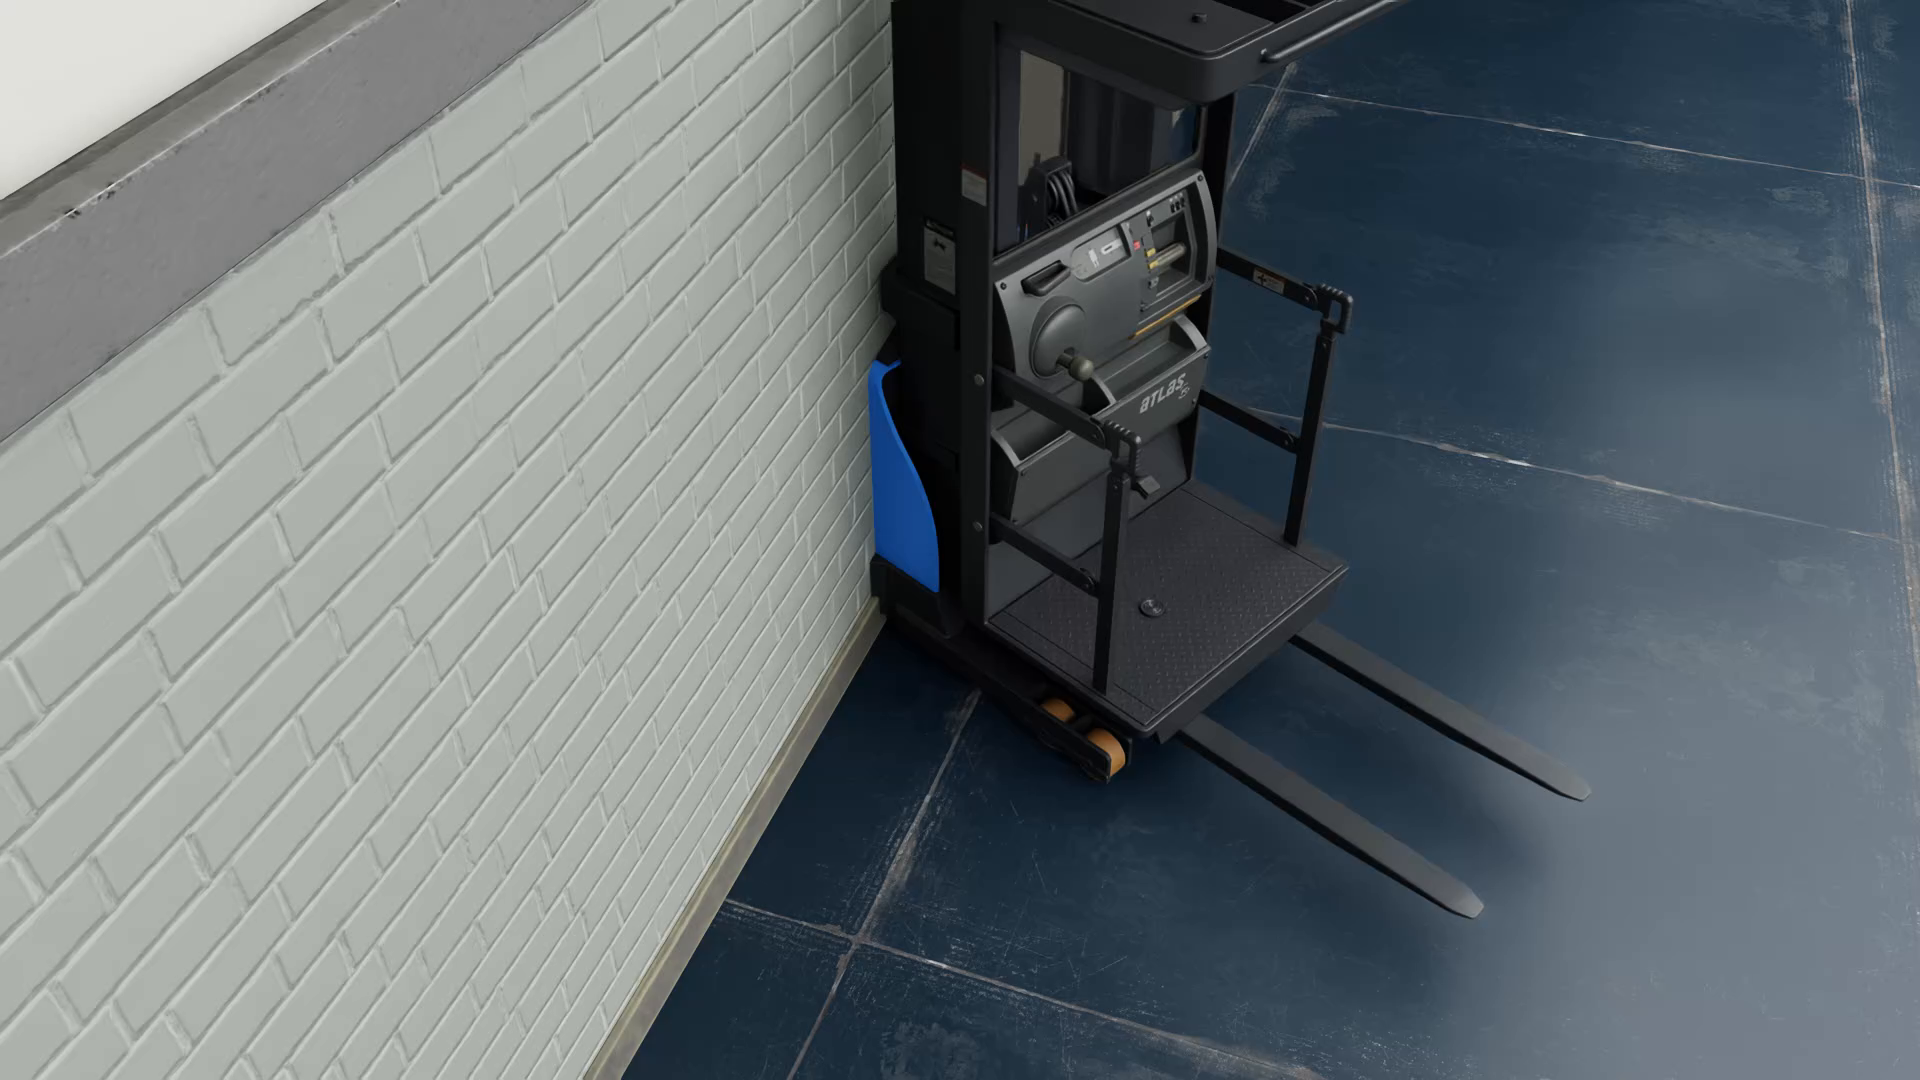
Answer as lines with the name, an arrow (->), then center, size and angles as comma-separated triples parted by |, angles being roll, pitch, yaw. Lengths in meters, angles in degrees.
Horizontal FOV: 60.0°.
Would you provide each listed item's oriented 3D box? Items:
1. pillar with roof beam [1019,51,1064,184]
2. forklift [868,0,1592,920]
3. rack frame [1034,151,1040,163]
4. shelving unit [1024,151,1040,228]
pillar with roof beam -> 4.476, -3.195, 3.062 | 9.100, 9.000, 0.400 | 13, 42, 15
forklift -> 0.601, -0.728, 4.845 | 3.031, 2.935, 1.130 | 33, 50, 32
rack frame -> 0.366, -0.912, 6.395 | 0.240, 1.200, 0.006 | 26, 47, 27
shelving unit -> 0.312, -0.865, 6.339 | 0.258, 1.200, 0.189 | 26, 47, 27
